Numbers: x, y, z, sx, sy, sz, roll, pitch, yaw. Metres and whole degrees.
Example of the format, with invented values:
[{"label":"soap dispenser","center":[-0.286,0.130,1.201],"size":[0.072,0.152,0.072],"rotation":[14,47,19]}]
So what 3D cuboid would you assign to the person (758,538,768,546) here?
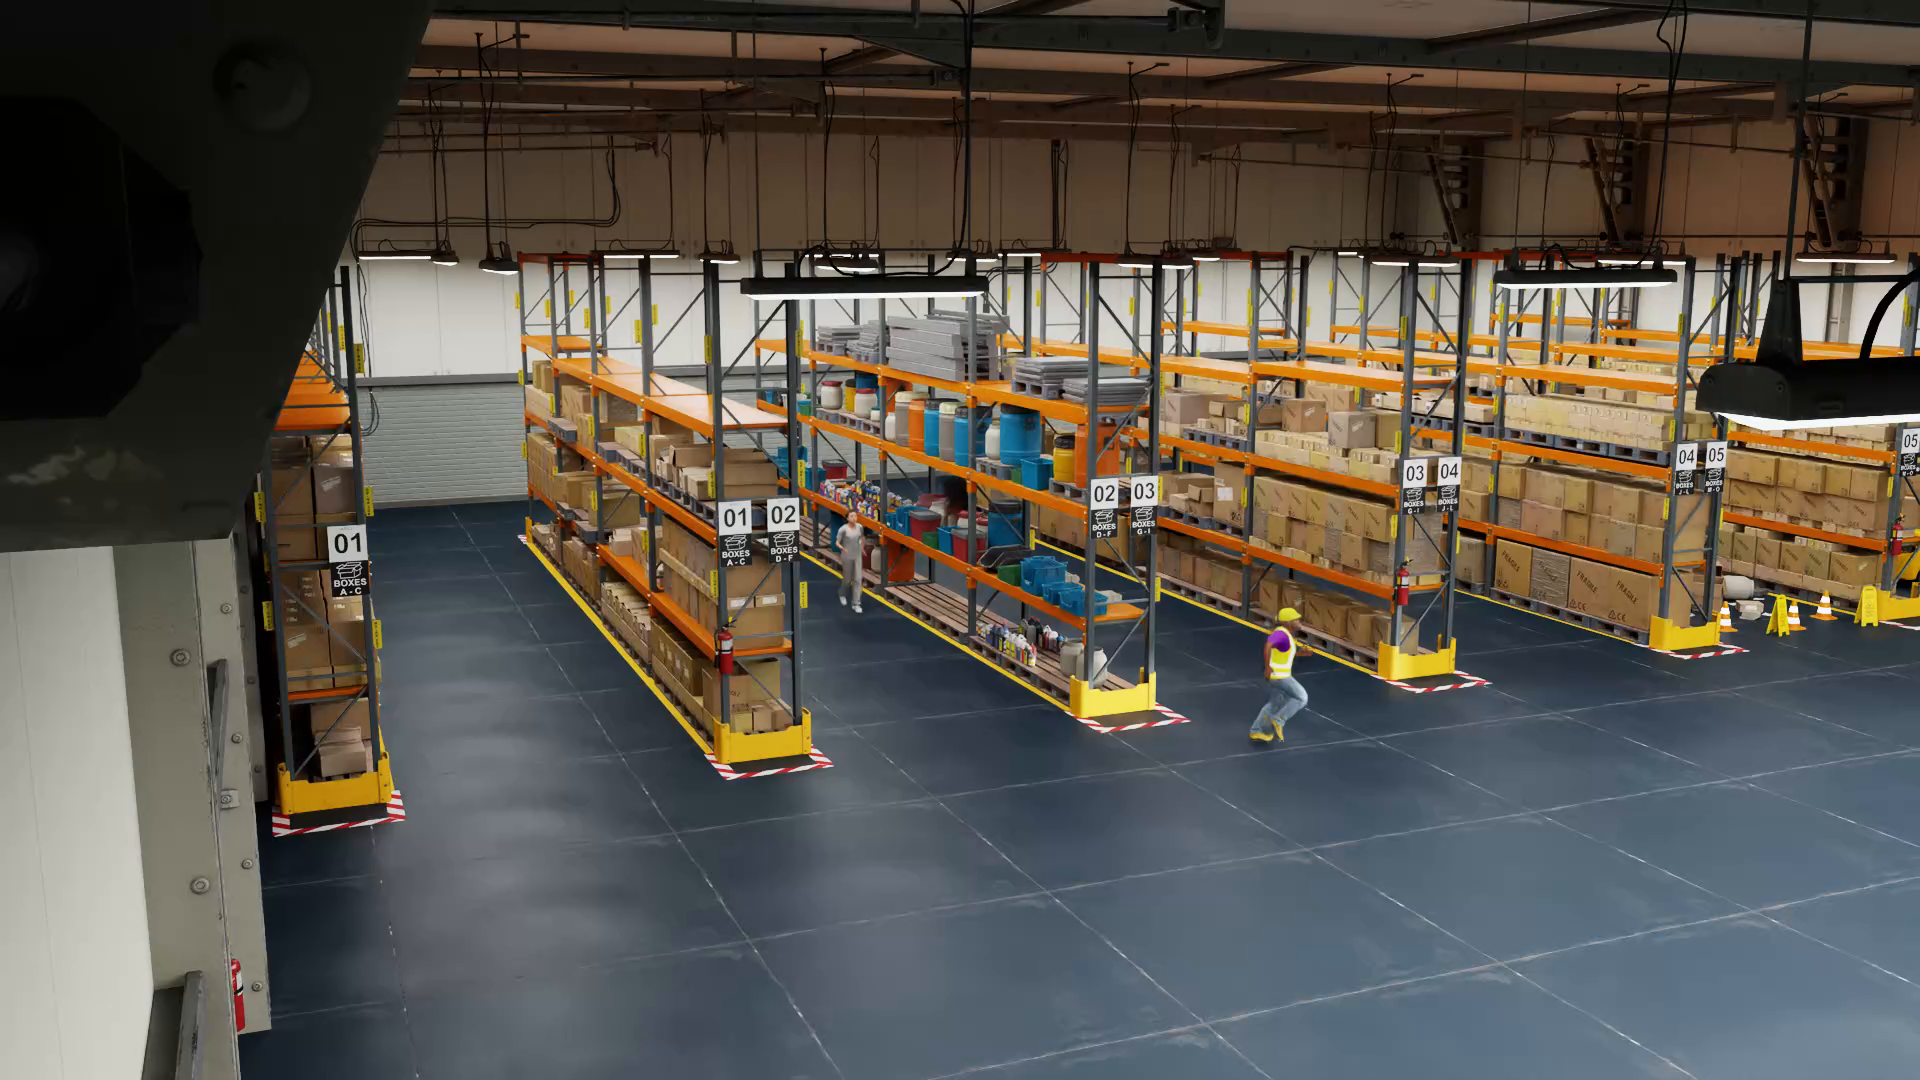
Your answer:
[{"label":"person","center":[-3.395,0.025,29.605],"size":[0.612,1.597,0.519],"rotation":[-5,11,-24]}]

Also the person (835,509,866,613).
[{"label":"person","center":[-1.780,0.307,27.187],"size":[0.553,1.669,0.799],"rotation":[-5,11,-25]}]

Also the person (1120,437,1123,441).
[{"label":"person","center":[3.777,-1.973,41.160],"size":[0.651,1.693,0.607],"rotation":[4,11,22]}]

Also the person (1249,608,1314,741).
[{"label":"person","center":[4.045,1.696,20.860],"size":[0.779,1.708,0.740],"rotation":[1,10,6]}]
